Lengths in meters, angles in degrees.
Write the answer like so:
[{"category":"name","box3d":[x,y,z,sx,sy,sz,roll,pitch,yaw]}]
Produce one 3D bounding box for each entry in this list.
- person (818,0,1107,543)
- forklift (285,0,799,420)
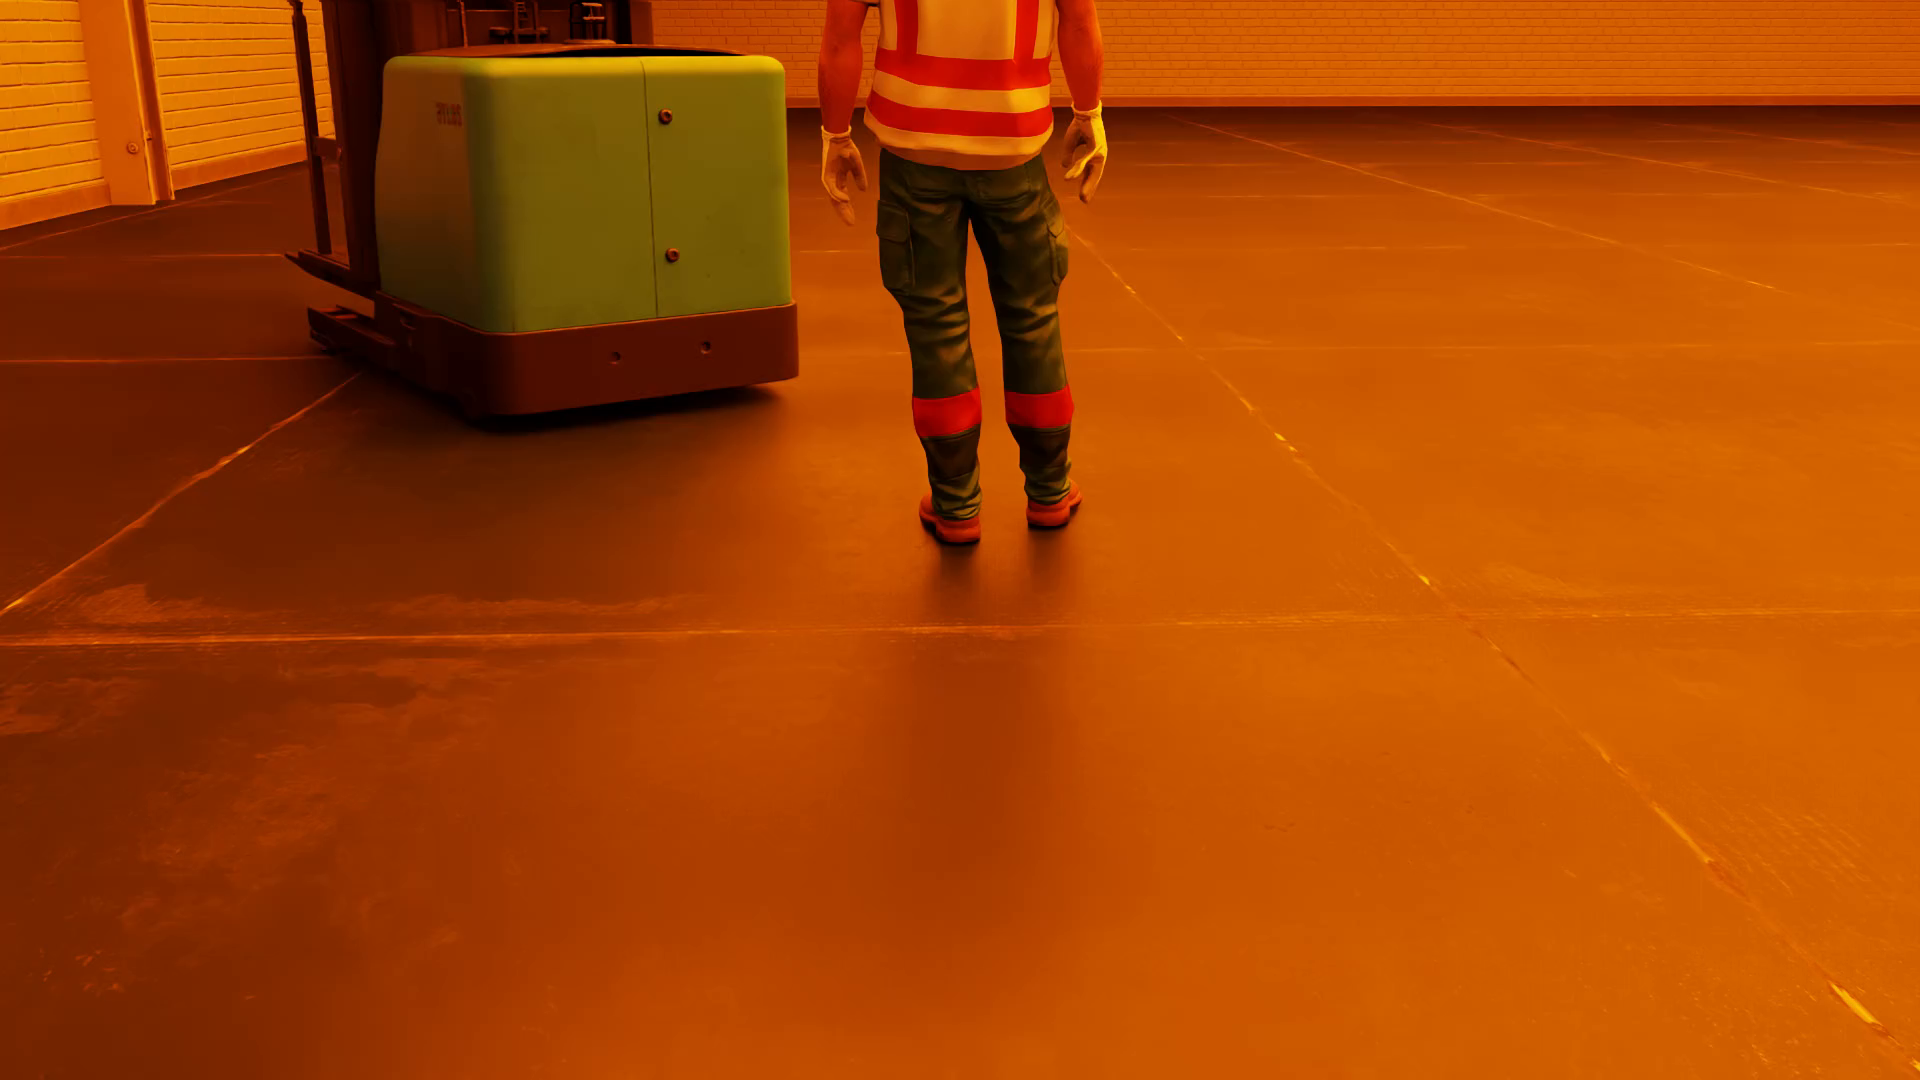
[{"category":"person","box3d":[0.007,-0.886,3.731,0.638,1.787,0.564,-1,17,-3]},{"category":"forklift","box3d":[-1.788,-2.135,5.885,1.130,2.935,3.031,-12,21,-34]}]
